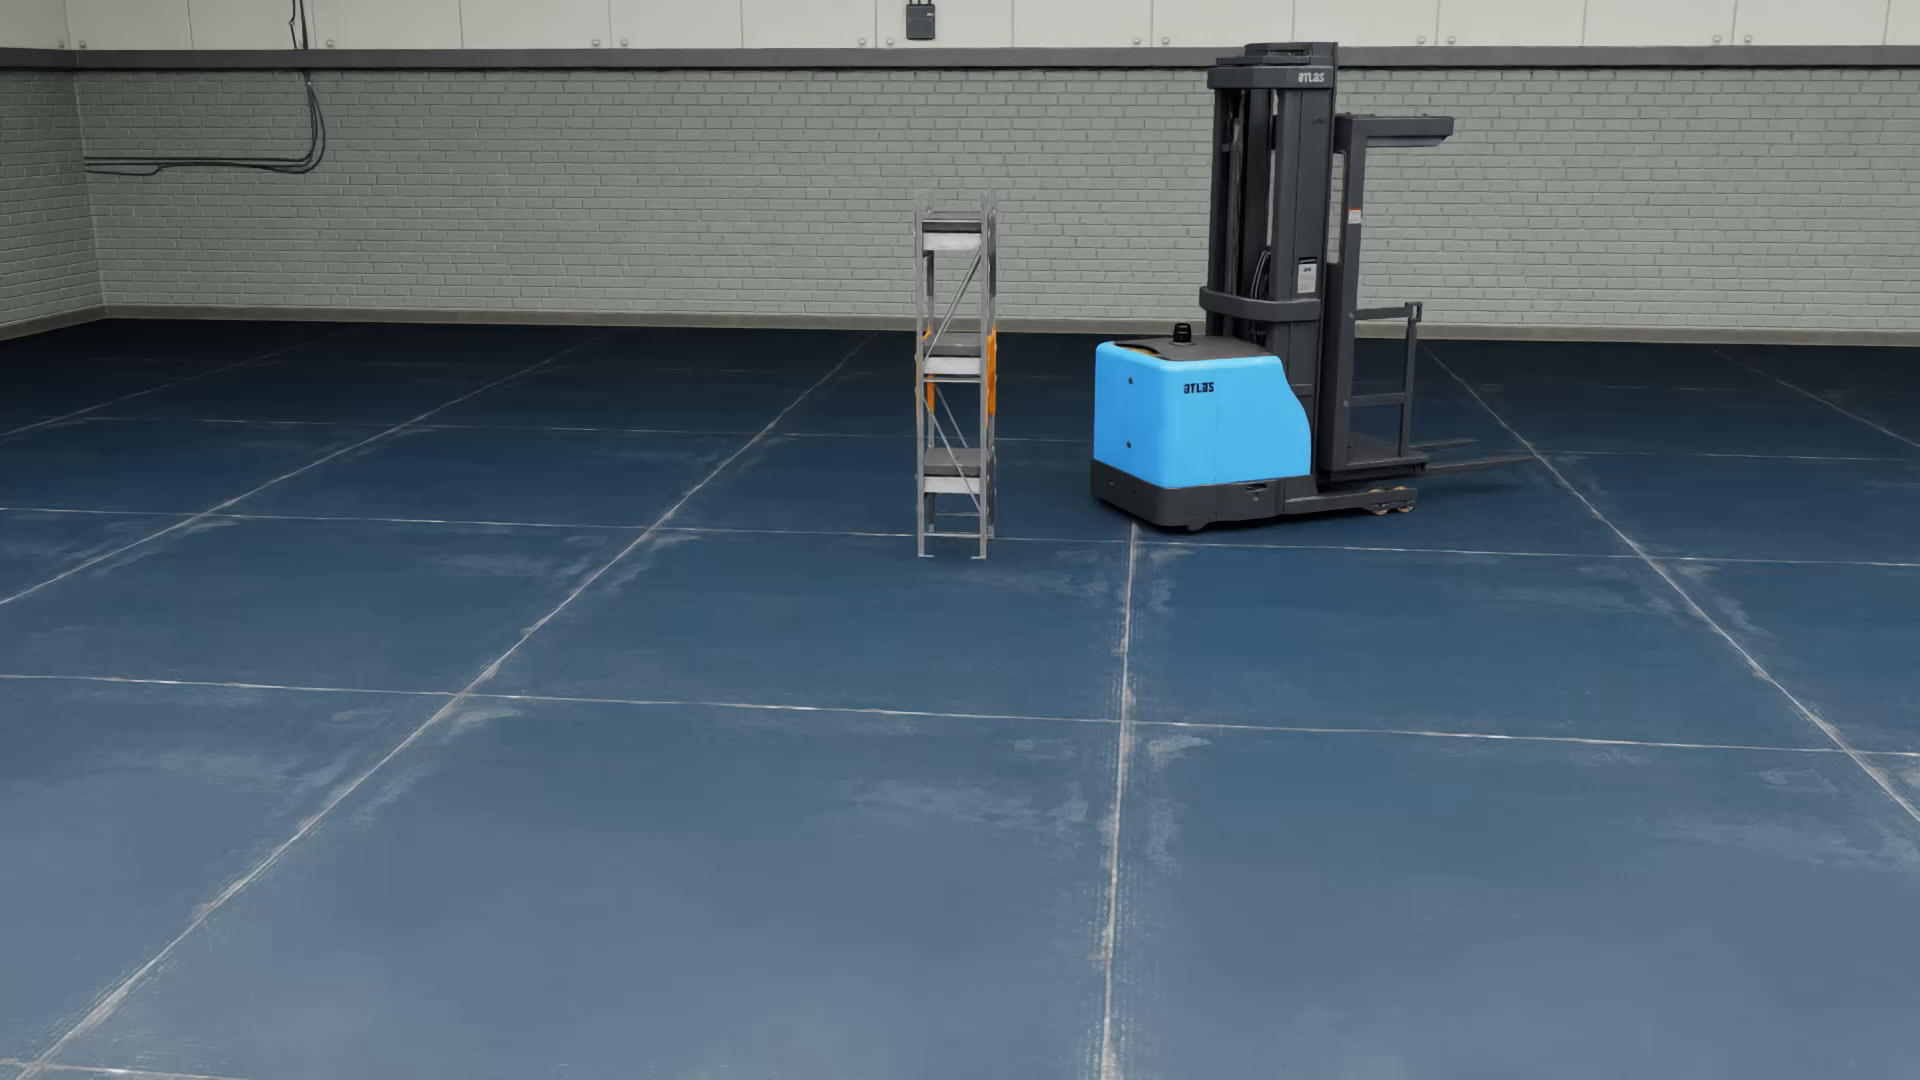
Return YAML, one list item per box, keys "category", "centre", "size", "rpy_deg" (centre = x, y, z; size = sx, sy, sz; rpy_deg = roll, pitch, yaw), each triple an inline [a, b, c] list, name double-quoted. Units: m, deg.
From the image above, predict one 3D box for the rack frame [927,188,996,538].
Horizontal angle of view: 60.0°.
- category: "rack frame"
  centre: [0.009, -1.034, 9.963]
  size: [0.400, 2.100, 0.015]
  rpy_deg: [2, 15, 6]

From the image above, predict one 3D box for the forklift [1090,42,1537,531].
- category: "forklift"
  centre: [2.434, -1.698, 10.825]
  size: [3.031, 2.935, 1.130]
  rpy_deg: [-6, 16, -22]

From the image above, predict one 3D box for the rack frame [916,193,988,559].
- category: "rack frame"
  centre: [-0.046, -0.907, 9.495]
  size: [0.400, 2.100, 0.015]
  rpy_deg: [2, 15, 6]

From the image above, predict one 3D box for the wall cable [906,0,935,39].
- category: "wall cable"
  centre: [0.564, -8.333, 17.226]
  size: [2.305, 6.003, 0.169]
  rpy_deg: [2, 15, 6]

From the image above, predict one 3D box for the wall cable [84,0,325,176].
- category: "wall cable"
  centre: [-8.867, -5.476, 19.124]
  size: [3.097, 2.526, 0.112]
  rpy_deg: [2, 15, 6]

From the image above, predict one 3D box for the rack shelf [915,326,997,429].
- category: "rack shelf"
  centre: [-0.019, -0.957, 9.733]
  size: [0.431, 0.518, 0.480]
  rpy_deg: [2, 15, 6]

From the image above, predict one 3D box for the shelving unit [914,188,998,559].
- category: "shelving unit"
  centre: [-0.019, -0.971, 9.729]
  size: [0.431, 2.100, 0.503]
  rpy_deg: [2, 15, 6]

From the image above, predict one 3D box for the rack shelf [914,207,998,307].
- category: "rack shelf"
  centre: [-0.019, -1.633, 9.550]
  size: [0.431, 0.518, 0.480]
  rpy_deg: [2, 15, 6]

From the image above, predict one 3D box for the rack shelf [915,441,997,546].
- category: "rack shelf"
  centre: [-0.019, -0.282, 9.915]
  size: [0.431, 0.518, 0.480]
  rpy_deg: [2, 15, 6]
